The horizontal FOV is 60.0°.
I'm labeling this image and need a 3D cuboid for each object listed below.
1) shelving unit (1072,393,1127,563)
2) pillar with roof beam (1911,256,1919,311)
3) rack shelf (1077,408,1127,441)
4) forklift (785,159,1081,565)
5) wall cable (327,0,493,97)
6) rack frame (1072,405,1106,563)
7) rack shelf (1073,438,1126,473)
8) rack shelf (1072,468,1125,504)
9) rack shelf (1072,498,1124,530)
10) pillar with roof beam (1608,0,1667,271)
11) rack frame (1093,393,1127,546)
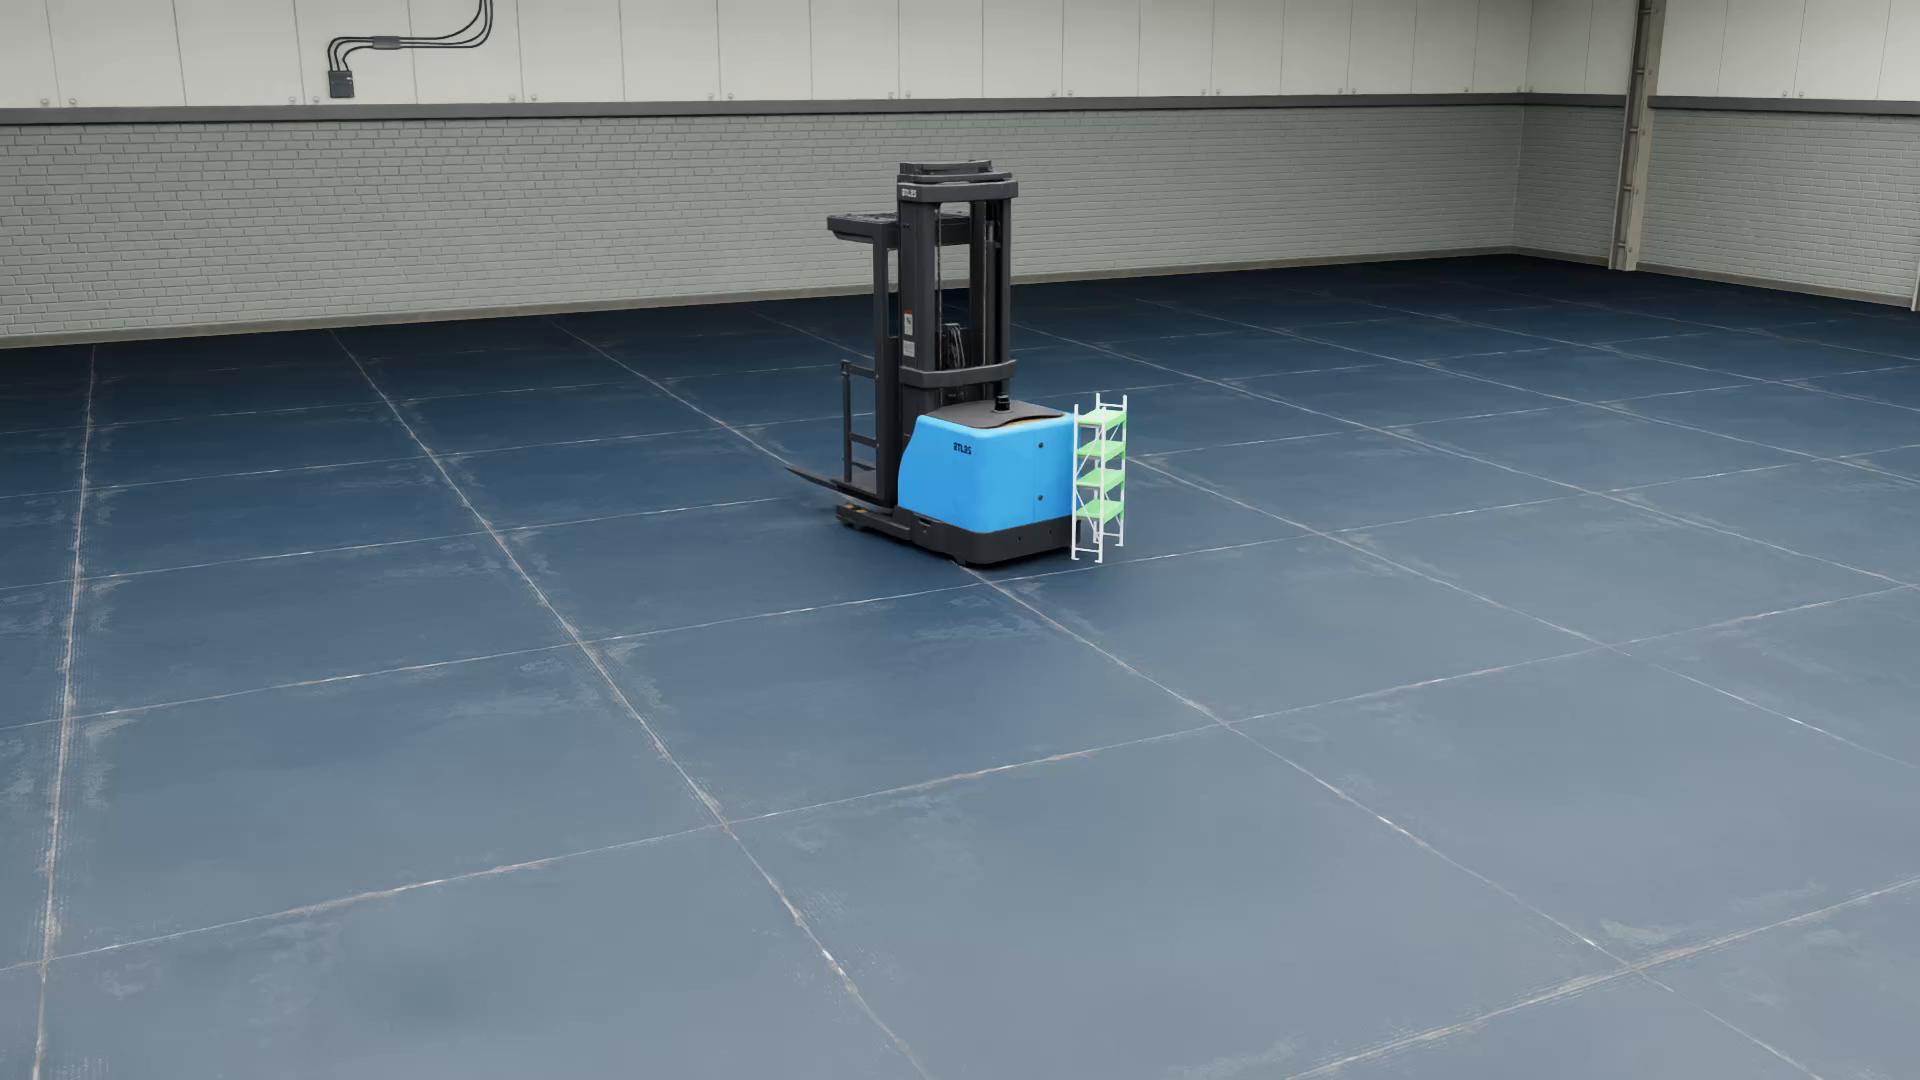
[{"bbox_3d":[1.068,-0.481,12.752,0.258,1.200,0.503,7,17,23],"label":"shelving unit"},{"bbox_3d":[10.951,-7.298,22.369,9.100,9.000,0.400,-8,18,-25],"label":"pillar with roof beam"},{"bbox_3d":[1.068,-0.881,12.637,0.258,0.148,0.480,7,17,23],"label":"rack shelf"},{"bbox_3d":[-0.360,-1.567,13.398,1.130,2.935,3.031,-12,20,-36],"label":"forklift"},{"bbox_3d":[-7.685,-9.168,22.719,2.305,6.003,0.169,-8,18,-25],"label":"wall cable"},{"bbox_3d":[0.969,-0.420,12.537,0.240,1.200,0.015,7,17,23],"label":"rack frame"},{"bbox_3d":[1.068,-0.650,12.703,0.258,0.148,0.480,7,17,23],"label":"rack shelf"},{"bbox_3d":[1.068,-0.420,12.769,0.258,0.148,0.480,7,17,23],"label":"rack shelf"},{"bbox_3d":[1.068,-0.189,12.835,0.258,0.148,0.480,7,17,23],"label":"rack shelf"},{"bbox_3d":[8.322,-8.786,27.553,9.100,9.000,0.400,-8,18,-25],"label":"pillar with roof beam"},{"bbox_3d":[1.167,-0.542,12.966,0.240,1.200,0.015,7,17,23],"label":"rack frame"}]
